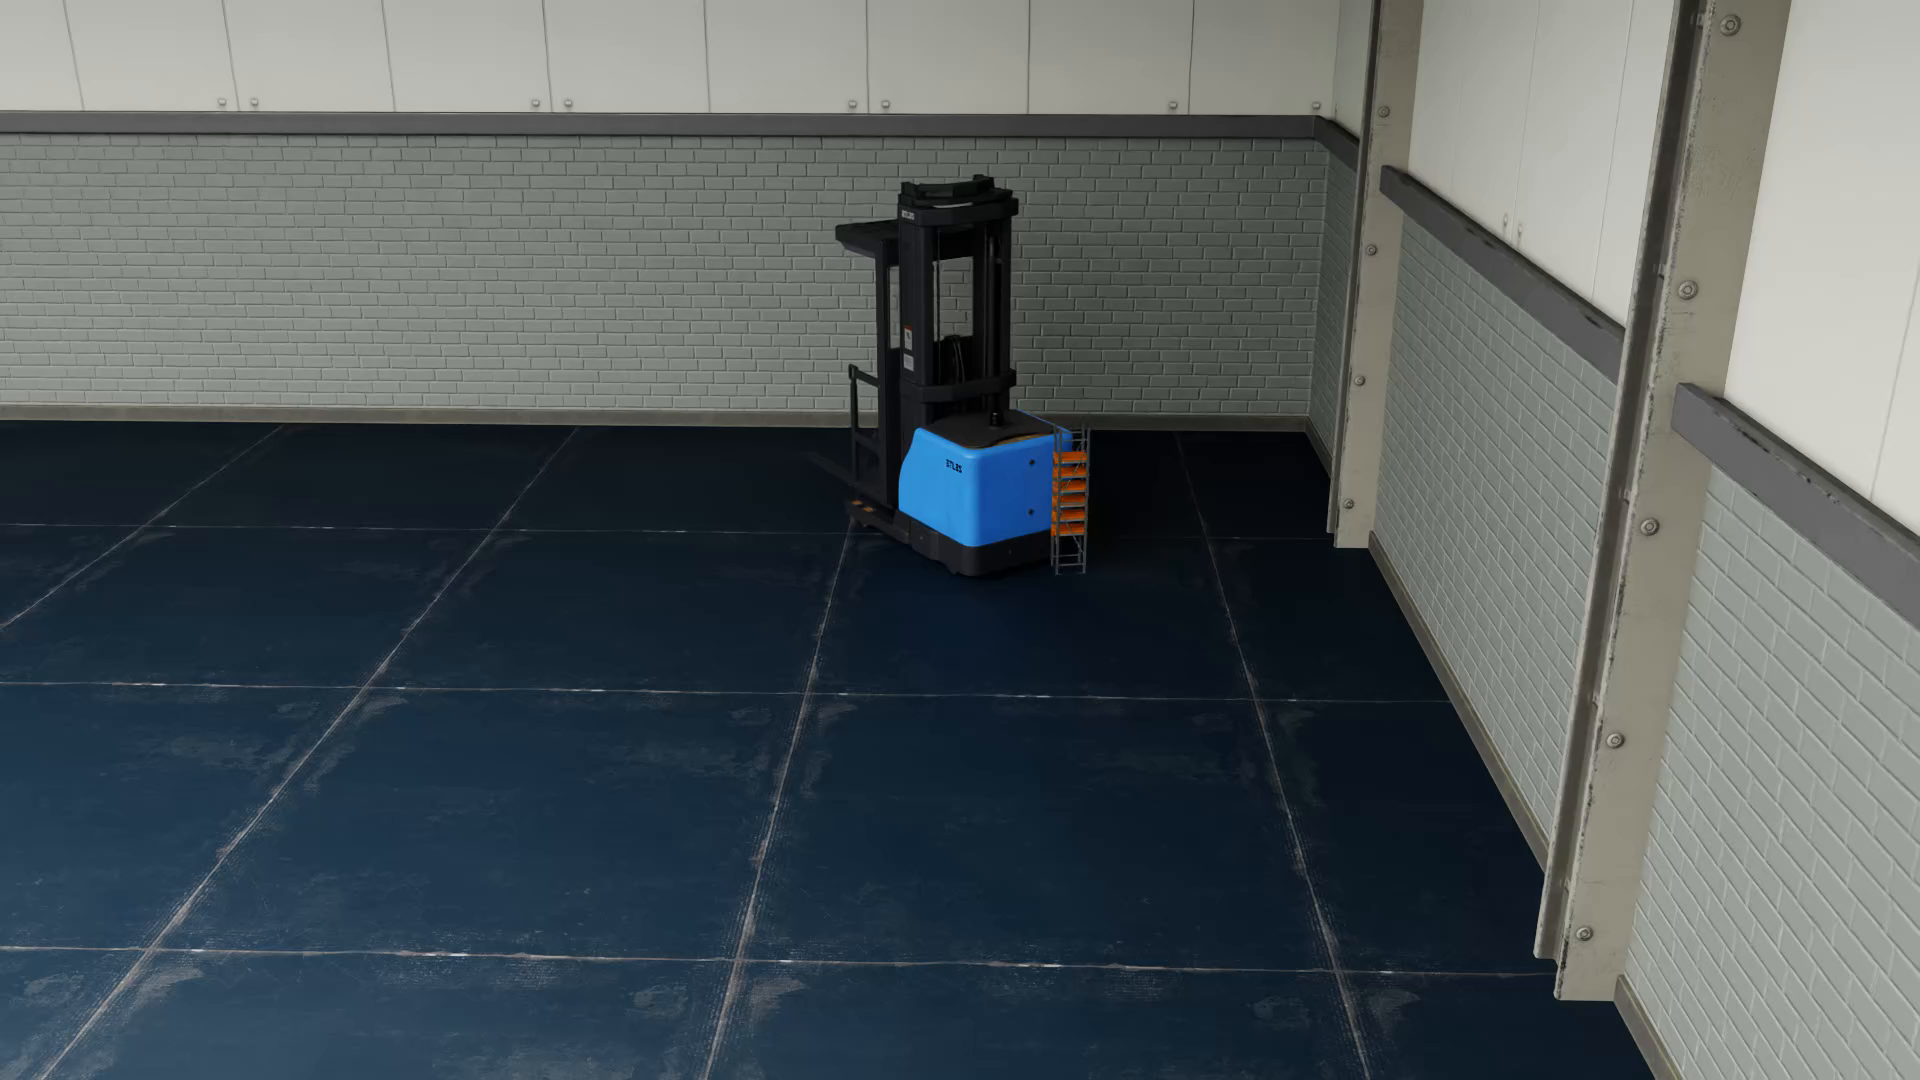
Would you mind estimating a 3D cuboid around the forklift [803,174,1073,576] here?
[{"bbox_3d":[-0.326,-1.565,13.804,1.130,2.935,3.031,-13,25,-31],"label":"forklift"}]

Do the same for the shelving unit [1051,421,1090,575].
[{"bbox_3d":[0.859,-0.320,12.983,0.258,1.200,0.189,-3,22,-9],"label":"shelving unit"}]

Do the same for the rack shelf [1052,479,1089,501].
[{"bbox_3d":[0.859,-0.390,12.954,0.258,0.103,0.180,-3,22,-9],"label":"rack shelf"}]

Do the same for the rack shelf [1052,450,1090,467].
[{"bbox_3d":[0.860,-0.612,12.864,0.258,0.103,0.180,-3,22,-9],"label":"rack shelf"}]

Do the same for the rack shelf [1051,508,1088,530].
[{"bbox_3d":[0.859,-0.167,13.045,0.258,0.103,0.180,-3,22,-9],"label":"rack shelf"}]

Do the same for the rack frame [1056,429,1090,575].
[{"bbox_3d":[0.874,-0.286,12.899,0.240,1.200,0.006,-3,22,-9],"label":"rack frame"}]

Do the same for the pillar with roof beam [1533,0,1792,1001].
[{"bbox_3d":[-1.247,-2.081,6.745,9.100,9.000,0.400,1,21,2],"label":"pillar with roof beam"}]

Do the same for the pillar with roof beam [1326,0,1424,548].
[{"bbox_3d":[-1.064,-4.250,12.336,9.100,9.000,0.400,1,21,2],"label":"pillar with roof beam"}]

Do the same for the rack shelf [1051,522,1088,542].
[{"bbox_3d":[0.858,-0.056,13.090,0.258,0.103,0.180,-3,22,-9],"label":"rack shelf"}]

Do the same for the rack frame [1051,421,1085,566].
[{"bbox_3d":[0.844,-0.354,13.067,0.240,1.200,0.006,-3,22,-9],"label":"rack frame"}]

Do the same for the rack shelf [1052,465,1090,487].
[{"bbox_3d":[0.860,-0.501,12.909,0.258,0.103,0.180,-3,22,-9],"label":"rack shelf"}]

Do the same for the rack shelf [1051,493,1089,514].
[{"bbox_3d":[0.859,-0.278,13.000,0.258,0.103,0.180,-3,22,-9],"label":"rack shelf"}]
